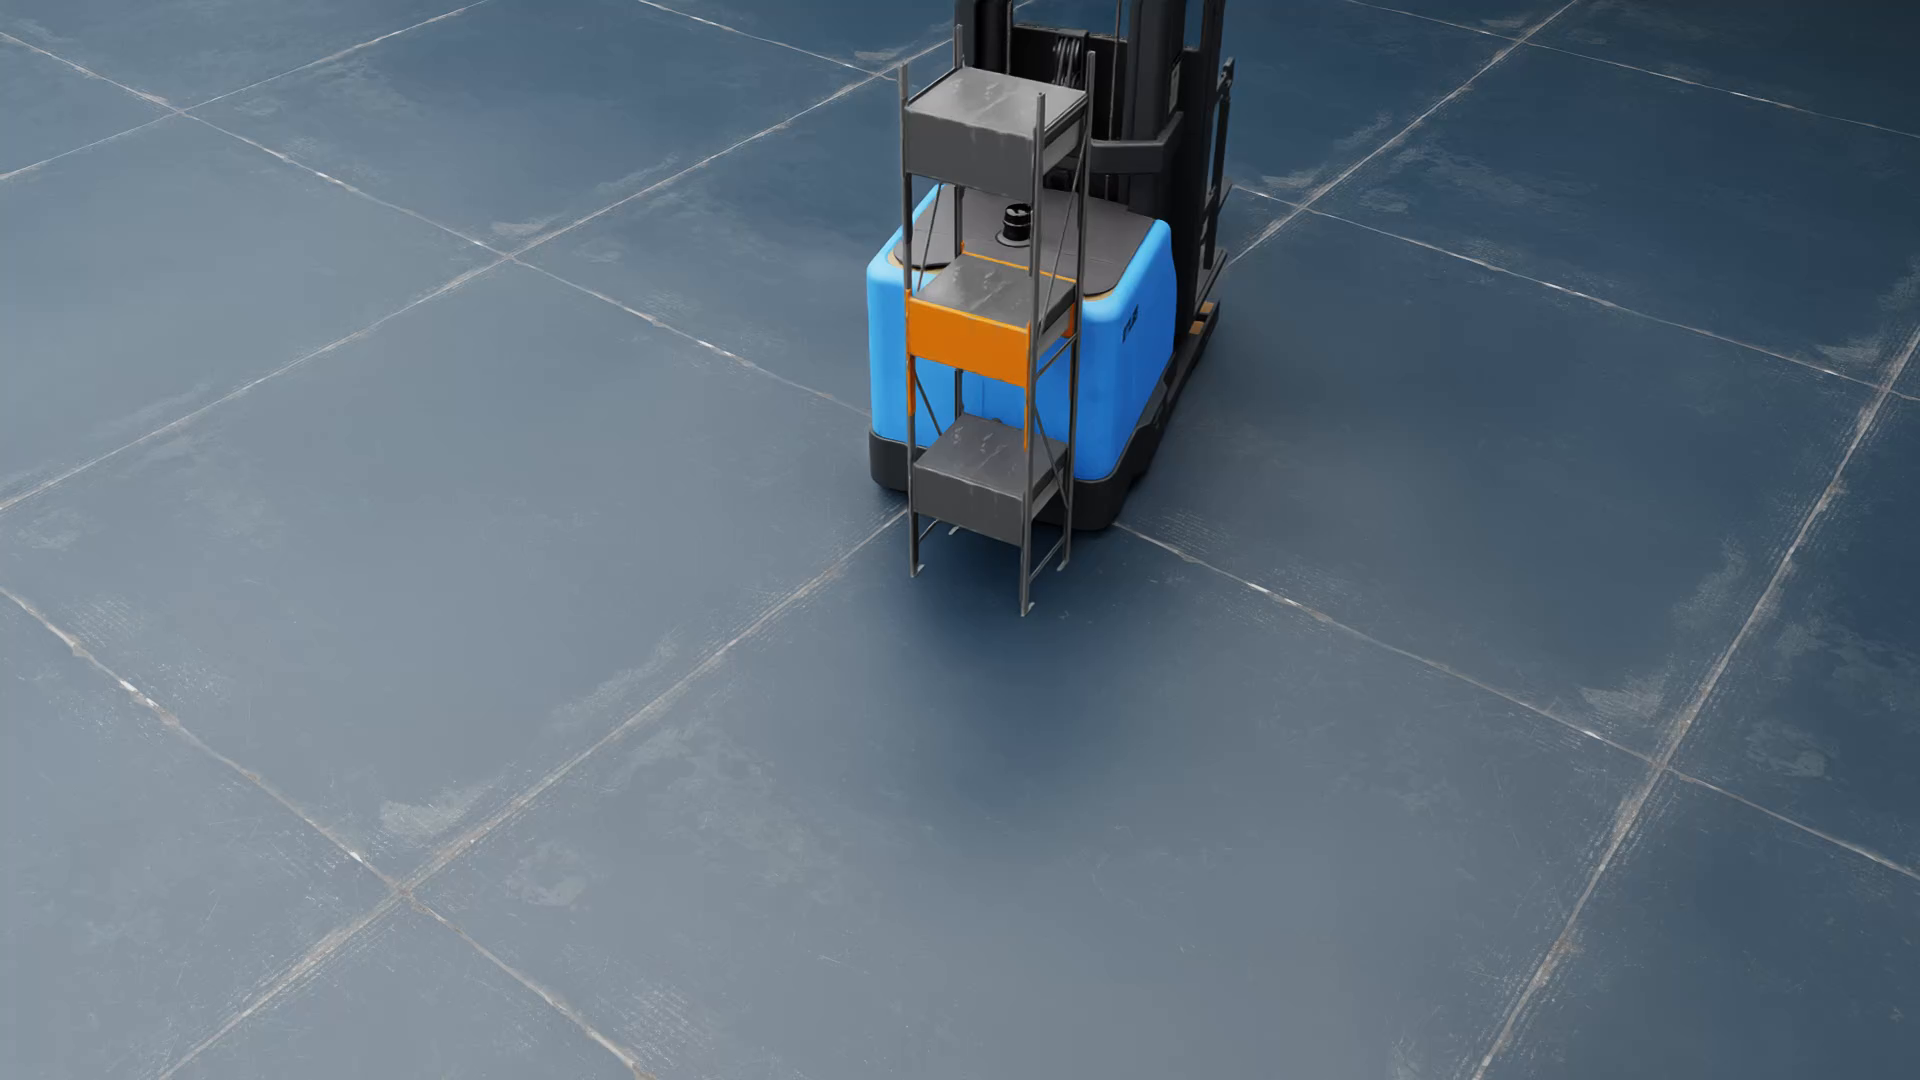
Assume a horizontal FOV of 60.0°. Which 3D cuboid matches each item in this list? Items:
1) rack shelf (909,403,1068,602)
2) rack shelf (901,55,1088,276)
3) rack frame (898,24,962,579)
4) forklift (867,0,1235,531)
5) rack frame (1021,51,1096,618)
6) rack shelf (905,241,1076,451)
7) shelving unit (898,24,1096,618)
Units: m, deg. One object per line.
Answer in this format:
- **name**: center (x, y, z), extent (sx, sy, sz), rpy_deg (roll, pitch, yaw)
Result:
- **rack shelf**: center (0.121, -0.148, 6.393), extent (0.480, 0.518, 0.431), rpy_deg (19, 42, 22)
- **rack shelf**: center (0.121, -1.250, 5.530), extent (0.480, 0.518, 0.431), rpy_deg (19, 42, 22)
- **rack frame**: center (-0.094, -0.782, 6.045), extent (0.015, 2.100, 0.400), rpy_deg (19, 42, 22)
- **forklift**: center (0.609, -2.103, 7.059), extent (1.130, 2.935, 3.031), rpy_deg (13, 40, 16)
- **rack frame**: center (0.335, -0.638, 5.862), extent (0.015, 2.100, 0.400), rpy_deg (19, 42, 22)
- **rack shelf**: center (0.121, -0.699, 5.962), extent (0.480, 0.518, 0.431), rpy_deg (19, 42, 22)
- **shelving unit**: center (0.121, -0.710, 5.953), extent (0.503, 2.100, 0.431), rpy_deg (19, 42, 22)
